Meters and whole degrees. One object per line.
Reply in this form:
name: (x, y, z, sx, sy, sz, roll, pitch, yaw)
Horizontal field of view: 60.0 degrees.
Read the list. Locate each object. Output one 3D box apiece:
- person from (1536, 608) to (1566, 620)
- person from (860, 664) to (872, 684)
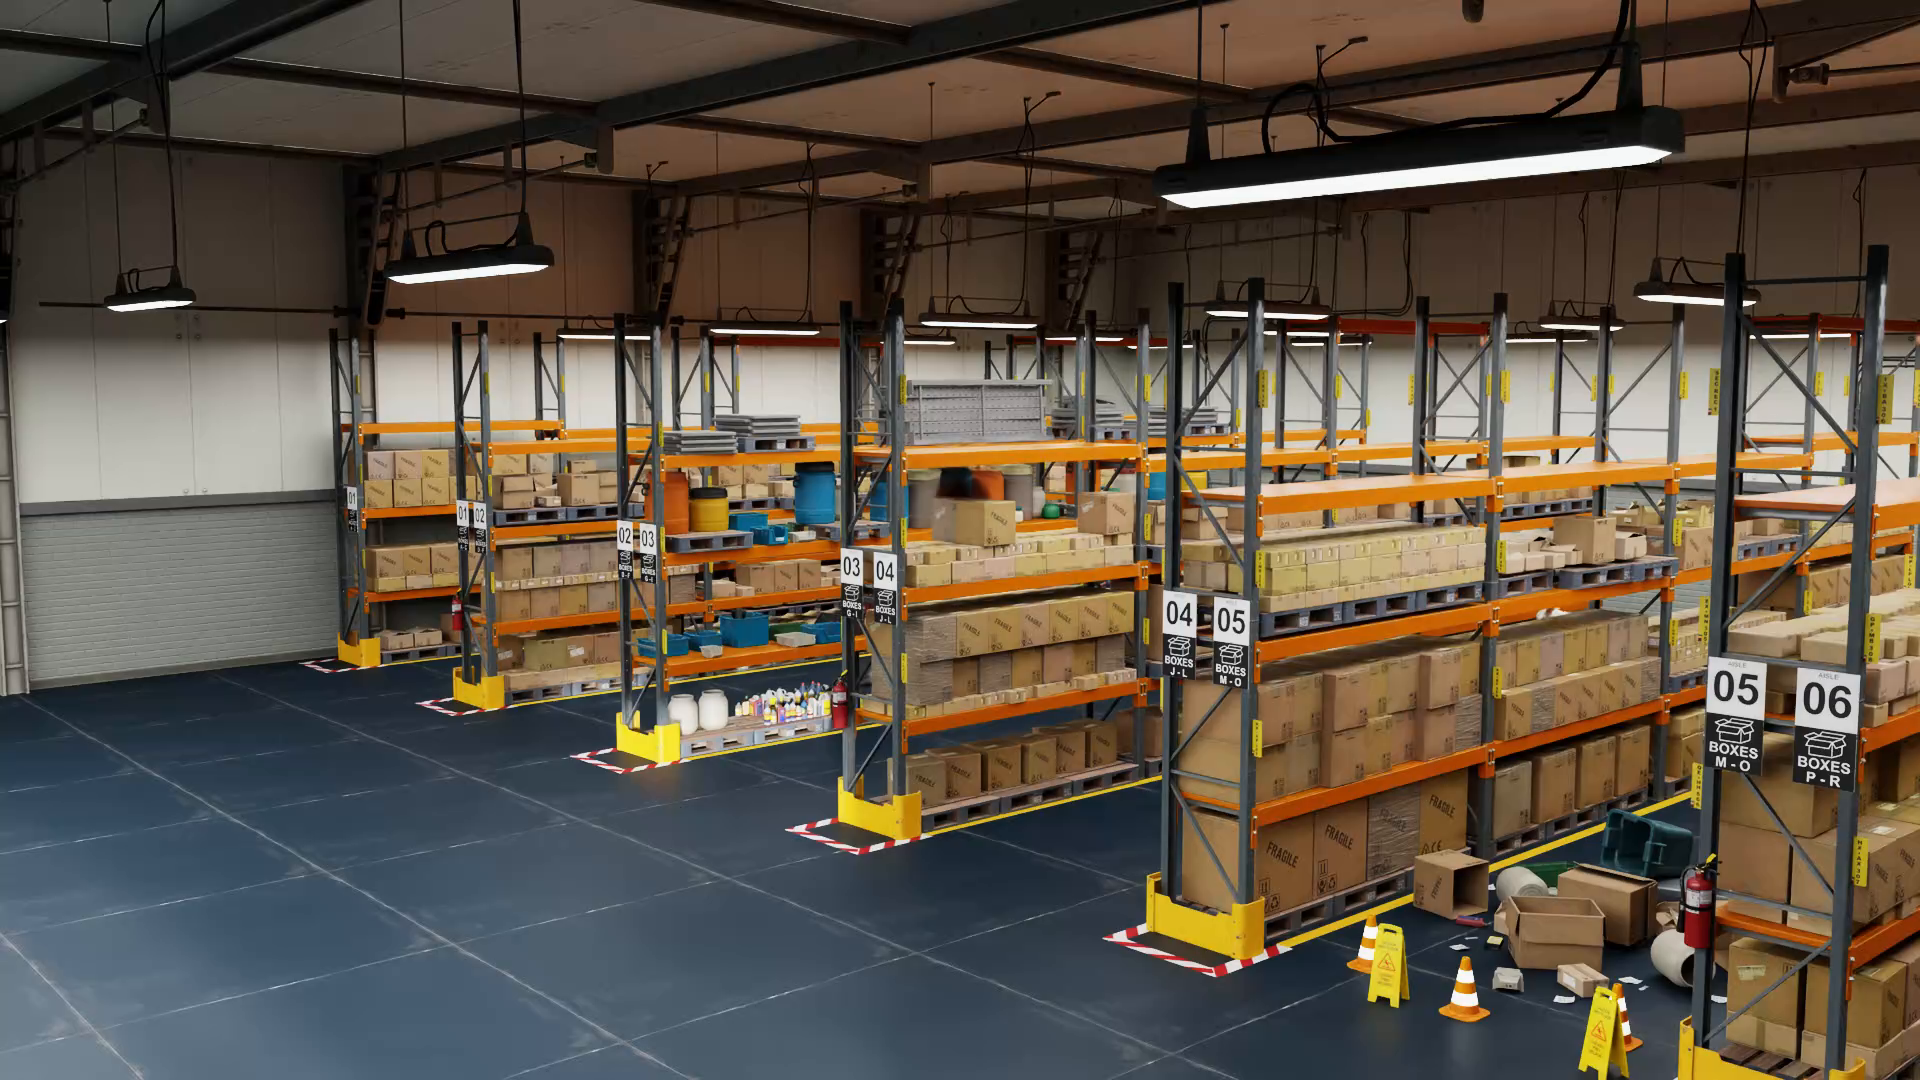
person: (9.298, 1.749, 26.245, 0.917, 1.814, 0.671, -5, 8, -42)
person: (-1.262, 1.555, 27.862, 1.028, 1.645, 0.625, -5, 8, -41)
